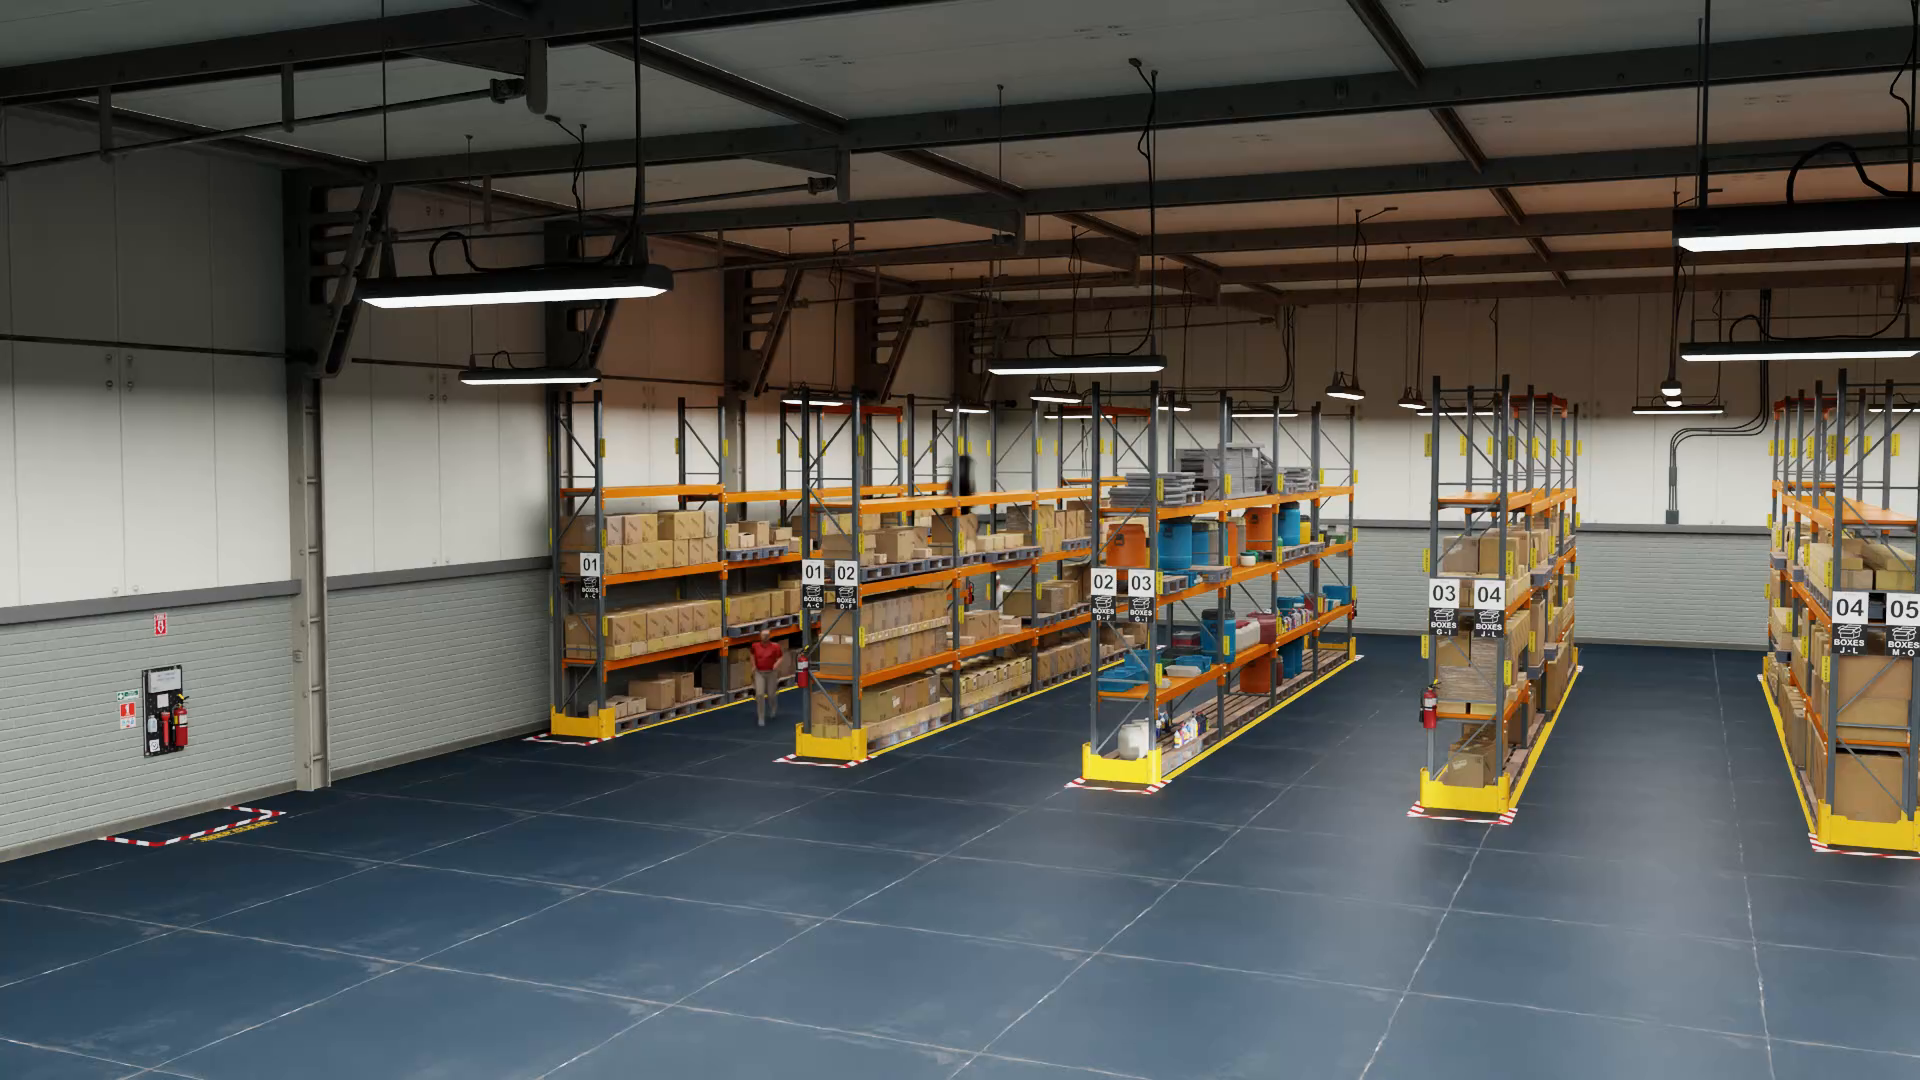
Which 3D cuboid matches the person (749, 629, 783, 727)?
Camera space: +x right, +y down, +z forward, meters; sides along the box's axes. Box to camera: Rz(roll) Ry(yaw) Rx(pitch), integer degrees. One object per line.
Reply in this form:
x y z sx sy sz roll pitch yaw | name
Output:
-3.532 2.473 30.311 0.636 1.729 0.945 0 3 -2 | person

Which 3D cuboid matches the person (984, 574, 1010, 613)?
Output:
0.951 1.775 41.912 0.660 1.831 0.871 1 3 17 | person
